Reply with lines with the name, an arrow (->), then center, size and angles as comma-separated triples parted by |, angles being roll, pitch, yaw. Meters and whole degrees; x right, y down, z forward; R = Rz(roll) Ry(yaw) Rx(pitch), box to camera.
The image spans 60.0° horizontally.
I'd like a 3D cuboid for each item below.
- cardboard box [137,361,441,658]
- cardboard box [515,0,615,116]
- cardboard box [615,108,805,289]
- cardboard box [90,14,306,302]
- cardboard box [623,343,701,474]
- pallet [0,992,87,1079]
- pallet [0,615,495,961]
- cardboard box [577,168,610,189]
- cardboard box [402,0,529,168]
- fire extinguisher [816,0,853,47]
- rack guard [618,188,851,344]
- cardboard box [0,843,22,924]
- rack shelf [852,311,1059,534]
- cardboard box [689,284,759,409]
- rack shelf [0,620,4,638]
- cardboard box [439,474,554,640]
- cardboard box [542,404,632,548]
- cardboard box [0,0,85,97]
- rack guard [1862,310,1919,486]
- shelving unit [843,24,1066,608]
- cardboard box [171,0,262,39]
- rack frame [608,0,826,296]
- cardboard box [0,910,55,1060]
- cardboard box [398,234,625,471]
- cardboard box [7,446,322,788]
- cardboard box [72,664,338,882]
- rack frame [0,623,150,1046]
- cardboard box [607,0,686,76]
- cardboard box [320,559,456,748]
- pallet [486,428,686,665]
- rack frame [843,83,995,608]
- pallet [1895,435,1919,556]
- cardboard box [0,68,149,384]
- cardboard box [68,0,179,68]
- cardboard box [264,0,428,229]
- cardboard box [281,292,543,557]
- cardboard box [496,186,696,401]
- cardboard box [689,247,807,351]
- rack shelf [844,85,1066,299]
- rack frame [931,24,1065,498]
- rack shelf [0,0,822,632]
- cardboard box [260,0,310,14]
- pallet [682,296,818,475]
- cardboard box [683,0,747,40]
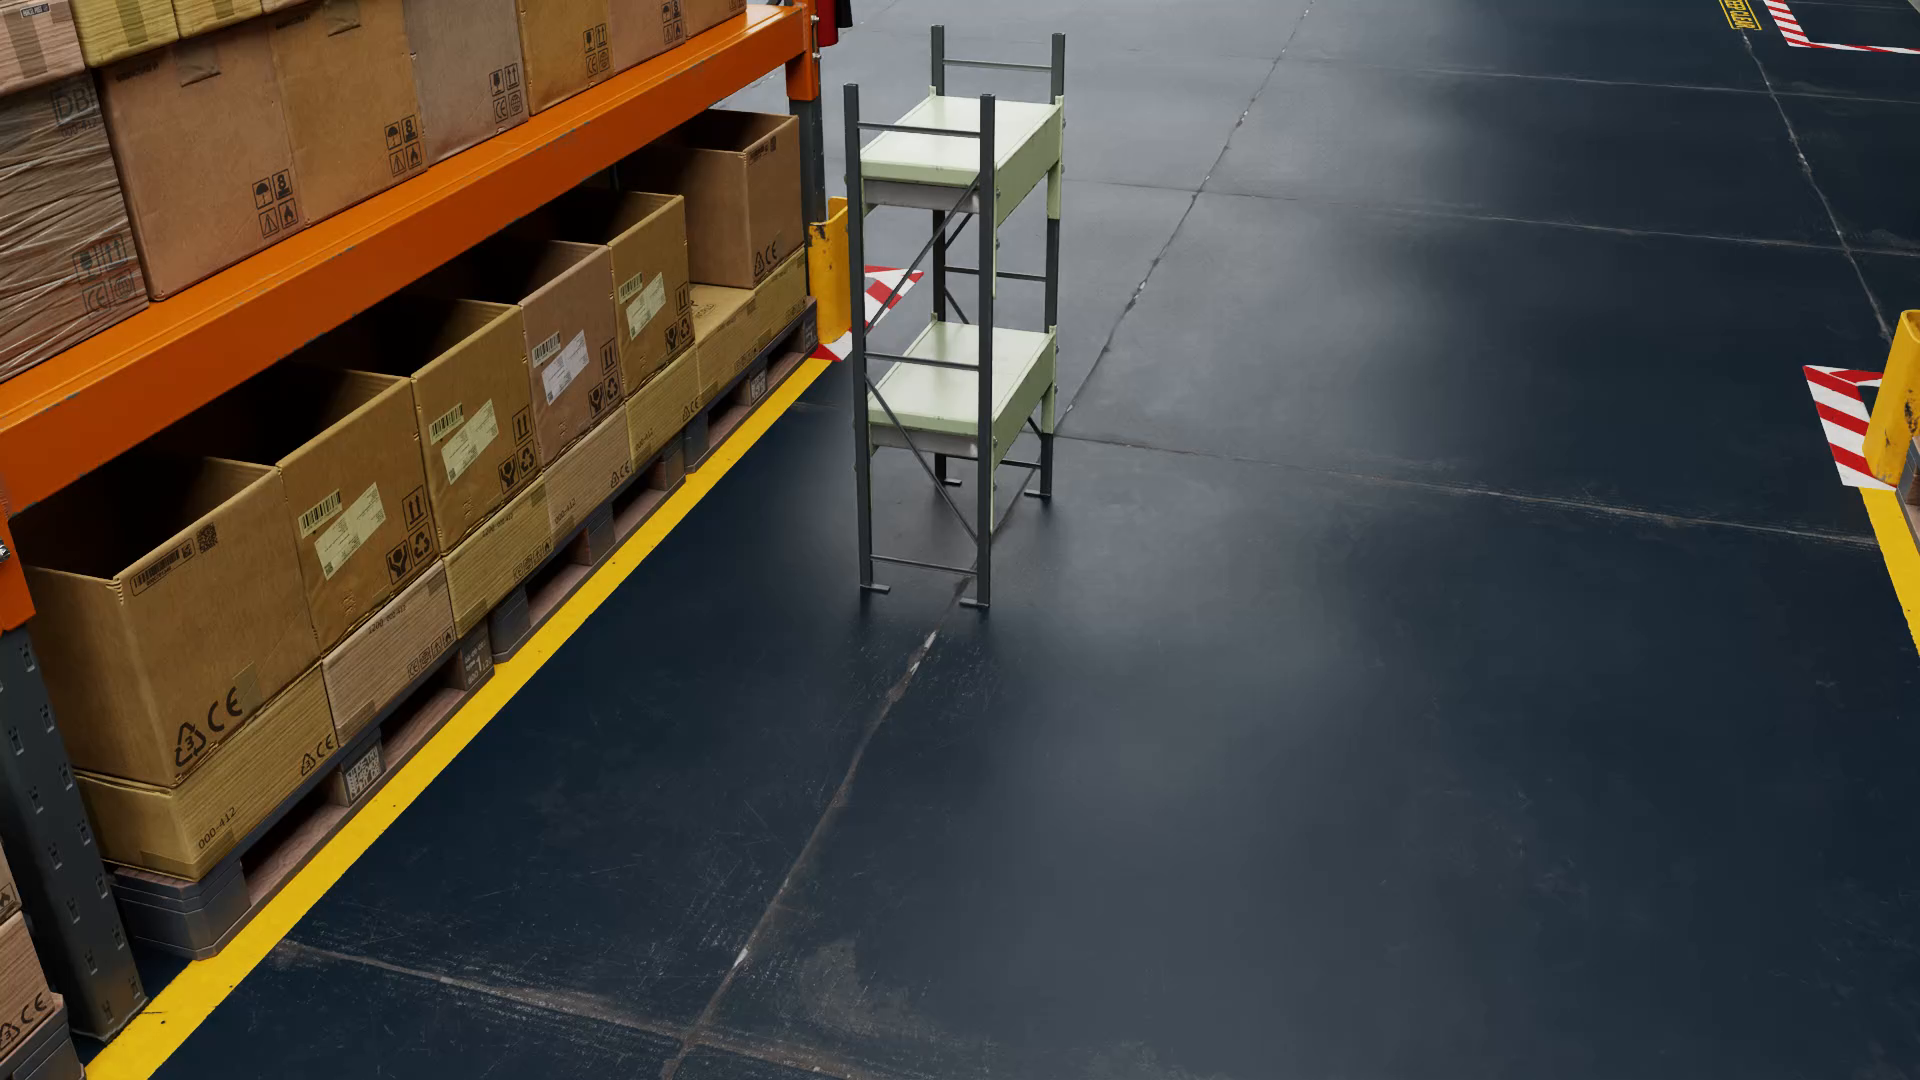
cardboard box -> -1.625, -0.093, 3.956 | 0.500, 0.500, 0.500 | 8, 30, 15
cardboard box -> -1.476, -1.592, 4.923 | 0.700, 0.500, 0.500 | 9, 30, 15
cardboard box -> -0.899, -1.256, 6.047 | 0.500, 0.500, 0.500 | 8, 30, 15
cardboard box -> -1.927, -0.876, 3.636 | 0.700, 0.500, 0.500 | 8, 30, 14
cardboard box -> -1.181, -0.461, 5.390 | 0.500, 0.250, 0.500 | 8, 30, 15
pallet -> -2.379, 1.188, 2.898 | 1.003, 0.211, 1.213 | 8, 30, 15
pallet -> -1.927, 0.476, 4.177 | 1.003, 0.211, 1.213 | 8, 30, 15
cardboard box -> -1.541, -1.097, 5.762 | 0.500, 0.500, 0.500 | 8, 30, 15
cardboard box -> -1.627, -1.346, 4.482 | 0.700, 0.500, 0.500 | 9, 30, 16
fire extinguisher -> -0.547, -2.192, 6.185 | 0.296, 0.674, 0.183 | 8, 30, 15
rack guard -> -1.019, -1.156, 6.815 | 1.175, 0.500, 0.348 | 8, 30, 15
cardboard box -> -2.045, 0.623, 2.863 | 0.500, 0.311, 0.500 | 8, 30, 15
rack shelf -> 0.002, -0.374, 5.049 | 0.431, 0.370, 0.720 | 8, 30, 15
cardboard box -> -1.036, -0.694, 5.809 | 0.500, 0.250, 0.500 | 8, 30, 15
rack shelf -> -2.787, 0.865, 1.349 | 1.077, 0.370, 4.000 | 8, 30, 15
cardboard box -> -1.471, 0.004, 4.554 | 0.500, 0.250, 0.500 | 8, 30, 15
cardboard box -> -1.330, -0.229, 4.973 | 0.500, 0.250, 0.500 | 8, 30, 15
cardboard box -> -1.863, -0.920, 3.048 | 0.380, 0.149, 0.250 | 9, 30, 16
rack guard -> 3.688, -0.405, 5.463 | 1.175, 0.500, 0.348 | 8, 30, 15
shelving unit -> 0.002, -0.659, 4.891 | 0.431, 1.500, 0.755 | 8, 30, 15
cardboard box -> -1.713, -1.162, 3.483 | 0.380, 0.149, 0.250 | 8, 30, 14
rack frame -> -1.026, -2.238, 6.187 | 1.000, 3.000, 0.127 | 8, 30, 15
cardboard box -> -2.045, 0.873, 2.991 | 0.500, 0.250, 0.500 | 8, 30, 14
cardboard box -> -1.326, -0.557, 4.790 | 0.500, 0.500, 0.500 | 8, 30, 15
cardboard box -> -1.765, 0.141, 3.536 | 0.500, 0.500, 0.500 | 8, 30, 15
cardboard box -> -1.774, 0.467, 3.721 | 0.500, 0.250, 0.500 | 8, 30, 15
rack frame -> -2.200, -0.379, 2.845 | 1.000, 3.000, 0.127 | 8, 30, 15
cardboard box -> -1.325, -1.821, 5.336 | 0.700, 0.500, 0.500 | 9, 30, 16
cardboard box -> -1.623, 0.235, 4.138 | 0.500, 0.250, 0.500 | 8, 30, 15
pallet -> -1.570, -0.093, 5.199 | 1.003, 0.211, 1.213 | 8, 30, 15
rack frame -> -0.105, -0.488, 4.585 | 0.400, 1.500, 0.023 | 8, 30, 15
pallet -> 3.416, 0.094, 4.864 | 1.003, 0.211, 1.213 | 8, 30, 15
cardboard box -> -2.076, -0.630, 3.193 | 0.700, 0.500, 0.500 | 8, 30, 14
cardboard box -> -1.788, -1.040, 3.264 | 0.380, 0.149, 0.250 | 8, 30, 14
cardboard box -> -1.776, -1.108, 4.054 | 0.700, 0.500, 0.500 | 9, 30, 16
cardboard box -> -1.471, -0.324, 4.372 | 0.500, 0.500, 0.500 | 8, 30, 15
cardboard box -> -1.178, -0.789, 5.207 | 0.500, 0.500, 0.500 | 8, 30, 15
cardboard box -> -0.901, -0.928, 6.229 | 0.500, 0.250, 0.500 | 8, 30, 15
rack shelf -> 0.002, -1.000, 4.701 | 0.431, 0.370, 0.720 | 8, 30, 15
rack frame -> 0.109, -0.829, 5.197 | 0.400, 1.500, 0.023 | 8, 30, 15
rack shelf -> -1.613, -0.994, 4.691 | 1.077, 0.370, 4.000 | 8, 30, 15
cardboard box -> -1.637, -1.278, 3.692 | 0.380, 0.149, 0.250 | 7, 30, 13
pallet -> -1.210, -0.658, 6.215 | 1.003, 0.211, 1.213 | 8, 30, 15
cardboard box -> -1.175, -2.066, 5.776 | 0.700, 0.500, 0.500 | 9, 30, 15
